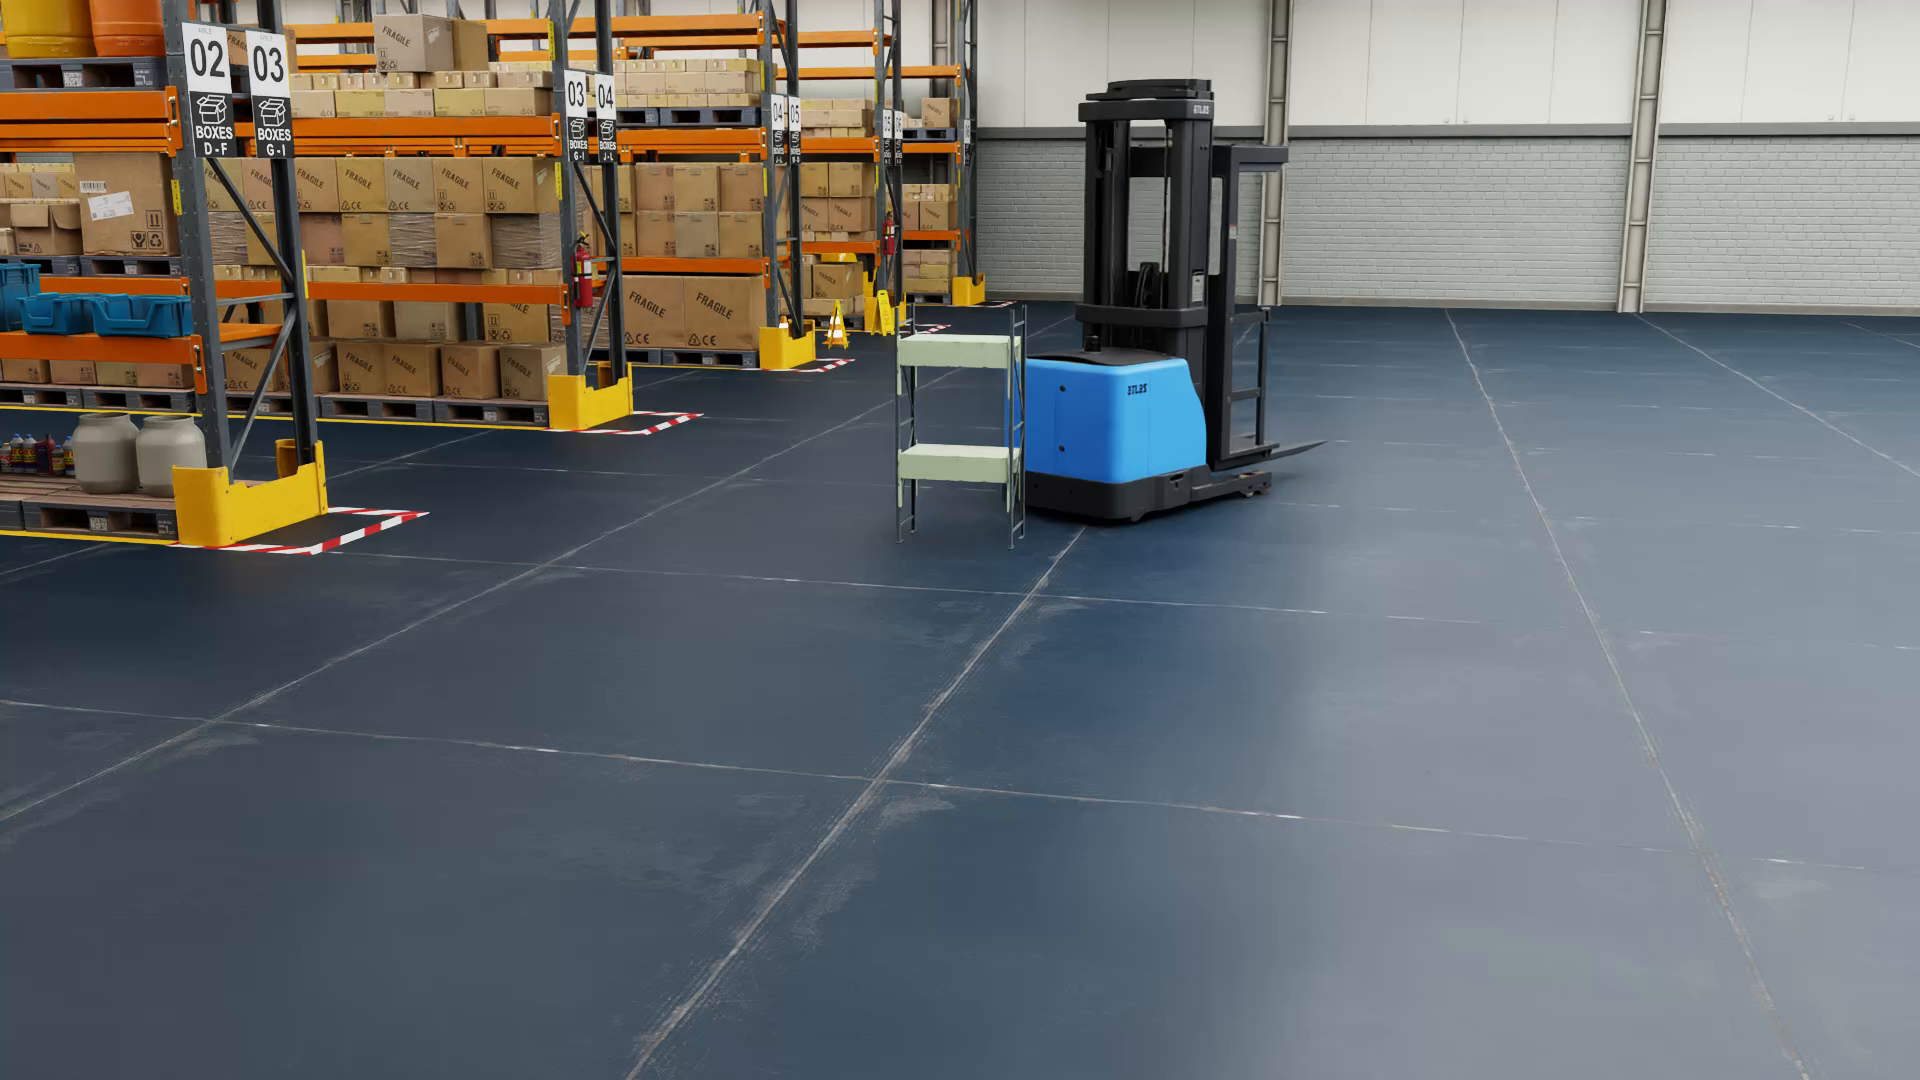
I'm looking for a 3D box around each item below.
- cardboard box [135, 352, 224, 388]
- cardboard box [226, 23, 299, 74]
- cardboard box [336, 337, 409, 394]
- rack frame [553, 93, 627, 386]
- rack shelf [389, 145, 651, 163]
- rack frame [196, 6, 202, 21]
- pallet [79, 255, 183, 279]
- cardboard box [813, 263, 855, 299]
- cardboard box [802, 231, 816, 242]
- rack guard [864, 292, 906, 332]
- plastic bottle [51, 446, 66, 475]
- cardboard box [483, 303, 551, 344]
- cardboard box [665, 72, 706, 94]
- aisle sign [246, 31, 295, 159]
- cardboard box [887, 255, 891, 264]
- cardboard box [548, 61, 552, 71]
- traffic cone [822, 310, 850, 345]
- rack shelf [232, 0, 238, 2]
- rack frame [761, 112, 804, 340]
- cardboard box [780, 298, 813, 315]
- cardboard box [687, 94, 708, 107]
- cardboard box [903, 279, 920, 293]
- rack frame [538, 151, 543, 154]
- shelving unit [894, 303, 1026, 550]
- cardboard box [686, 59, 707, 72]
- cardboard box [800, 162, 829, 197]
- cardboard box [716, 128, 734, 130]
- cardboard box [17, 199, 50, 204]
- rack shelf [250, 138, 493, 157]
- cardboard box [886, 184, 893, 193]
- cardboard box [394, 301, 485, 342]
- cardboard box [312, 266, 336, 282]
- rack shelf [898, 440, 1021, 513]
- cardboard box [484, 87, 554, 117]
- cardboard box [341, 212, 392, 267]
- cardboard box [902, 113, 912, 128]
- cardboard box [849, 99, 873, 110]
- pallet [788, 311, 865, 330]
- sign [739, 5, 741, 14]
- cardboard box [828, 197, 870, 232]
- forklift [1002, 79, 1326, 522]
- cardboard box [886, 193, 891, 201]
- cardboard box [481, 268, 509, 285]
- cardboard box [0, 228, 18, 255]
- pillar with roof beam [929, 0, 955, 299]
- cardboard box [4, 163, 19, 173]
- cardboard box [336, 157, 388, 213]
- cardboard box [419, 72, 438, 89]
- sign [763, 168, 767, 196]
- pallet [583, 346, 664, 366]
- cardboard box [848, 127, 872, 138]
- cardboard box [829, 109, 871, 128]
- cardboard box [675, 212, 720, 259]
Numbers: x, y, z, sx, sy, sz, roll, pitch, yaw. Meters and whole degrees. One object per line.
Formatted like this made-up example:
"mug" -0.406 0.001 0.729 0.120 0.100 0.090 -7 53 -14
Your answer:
"cardboard box" -7.902 -1.835 16.836 0.500 0.500 0.700 2 13 9
"cardboard box" -6.813 -4.737 16.163 0.500 0.500 0.500 3 13 12
"cardboard box" -5.753 -1.716 16.345 0.500 0.500 0.500 2 13 9
"rack frame" -3.428 -2.597 15.513 0.127 3.000 1.000 3 13 14
"rack shelf" -6.878 -6.105 26.062 4.000 0.370 1.077 3 13 14
"rack frame" -12.704 -8.232 27.063 0.127 3.000 1.000 3 13 14
"pallet" -8.018 -2.781 16.786 1.213 0.211 1.003 3 13 14
"cardboard box" -1.893 -3.896 25.017 0.500 0.500 0.500 3 13 14
"cardboard box" -2.241 -4.547 24.884 0.250 0.149 0.380 3 13 15
"rack guard" -1.127 -3.464 25.194 0.348 0.500 1.175 3 13 14
"plastic bottle" -6.400 -0.569 11.817 0.097 0.201 0.097 0 13 0
"cardboard box" -5.431 -2.963 21.097 0.875 0.875 0.875 3 13 14
"cardboard box" -3.169 -5.418 19.761 0.500 0.250 0.500 3 13 14
"aisle sign" -4.474 -2.882 10.798 0.004 0.787 0.394 3 13 14
"cardboard box" -1.379 -5.083 29.790 0.500 0.250 0.500 3 13 14
"cardboard box" -4.762 -5.684 20.042 0.250 0.149 0.380 3 13 14
"traffic cone" -1.716 -2.942 22.927 0.334 0.463 0.336 3 13 14
"rack shelf" -5.369 -5.277 15.409 4.000 0.370 1.077 3 13 14
"rack frame" -2.141 -3.635 20.190 0.127 3.000 1.000 3 13 14
"cardboard box" -2.403 -3.557 25.221 0.500 0.250 0.500 3 13 14
"cardboard box" -3.039 -5.203 19.712 0.250 0.149 0.380 3 13 14
"cardboard box" -0.880 -4.573 29.799 0.500 0.250 0.500 3 13 14
"rack frame" -7.635 -6.140 31.483 0.127 3.000 1.000 3 13 14
"shelving unit" 0.006 -0.732 10.570 0.755 1.500 0.431 3 13 14
"cardboard box" -3.040 -5.592 19.627 0.250 0.149 0.380 3 13 14
"cardboard box" -2.091 -5.371 24.793 0.500 0.500 0.700 3 13 14
"cardboard box" -3.462 -6.077 24.854 0.250 0.149 0.380 3 13 12
"cardboard box" -12.264 -4.446 22.085 0.250 0.149 0.380 4 13 16
"rack shelf" -7.966 -5.059 21.347 4.000 0.370 1.077 3 13 14
"cardboard box" -1.277 -6.243 29.530 0.250 0.149 0.380 3 13 15
"cardboard box" -6.649 -2.962 21.384 0.750 0.750 1.050 3 13 13
"cardboard box" -5.955 -2.548 15.871 0.250 0.149 0.380 3 13 14
"rack shelf" 0.006 -0.414 10.640 0.720 0.370 0.431 3 13 14
"cardboard box" -3.957 -3.960 15.076 0.500 0.250 0.500 3 13 15
"cardboard box" -5.427 -2.889 15.914 0.500 0.500 0.875 3 13 14
"cardboard box" -0.991 -7.370 29.210 0.258 0.266 0.396 3 13 14
"cardboard box" -1.452 -6.367 24.321 0.250 0.149 0.380 3 13 14
"pallet" -1.907 -3.373 25.449 1.213 0.211 1.003 3 13 14
"sign" -3.869 -9.241 29.270 0.005 0.325 0.100 3 13 14
"cardboard box" -1.646 -4.845 24.729 0.500 0.500 0.500 3 13 13
"forklift" 1.658 -1.808 12.118 1.130 2.935 3.031 11 17 41
"cardboard box" -1.272 -6.102 29.583 0.250 0.149 0.380 3 13 12
"cardboard box" -4.251 -2.461 15.480 0.250 0.149 0.380 3 13 14
"cardboard box" -9.622 -3.008 16.745 0.500 0.250 0.500 3 13 12
"pillar with roof beam" -1.359 -7.974 25.898 0.400 9.000 9.100 3 13 14
"cardboard box" -15.812 -6.252 27.950 0.250 0.149 0.380 3 13 15
"cardboard box" -5.476 -3.334 15.612 0.500 0.500 0.500 3 13 14
"cardboard box" -4.748 -4.208 15.274 0.250 0.149 0.380 3 13 14
"sign" -2.285 -4.202 19.528 0.005 0.325 0.100 3 13 14
"pallet" -4.117 -2.362 20.893 1.213 0.211 1.003 3 13 14
"cardboard box" -1.467 -5.982 24.426 0.250 0.149 0.380 3 13 14
"cardboard box" -1.615 -6.187 24.429 0.500 0.250 0.500 3 13 13
"cardboard box" -3.051 -3.741 20.326 0.550 0.550 0.875 3 13 14
